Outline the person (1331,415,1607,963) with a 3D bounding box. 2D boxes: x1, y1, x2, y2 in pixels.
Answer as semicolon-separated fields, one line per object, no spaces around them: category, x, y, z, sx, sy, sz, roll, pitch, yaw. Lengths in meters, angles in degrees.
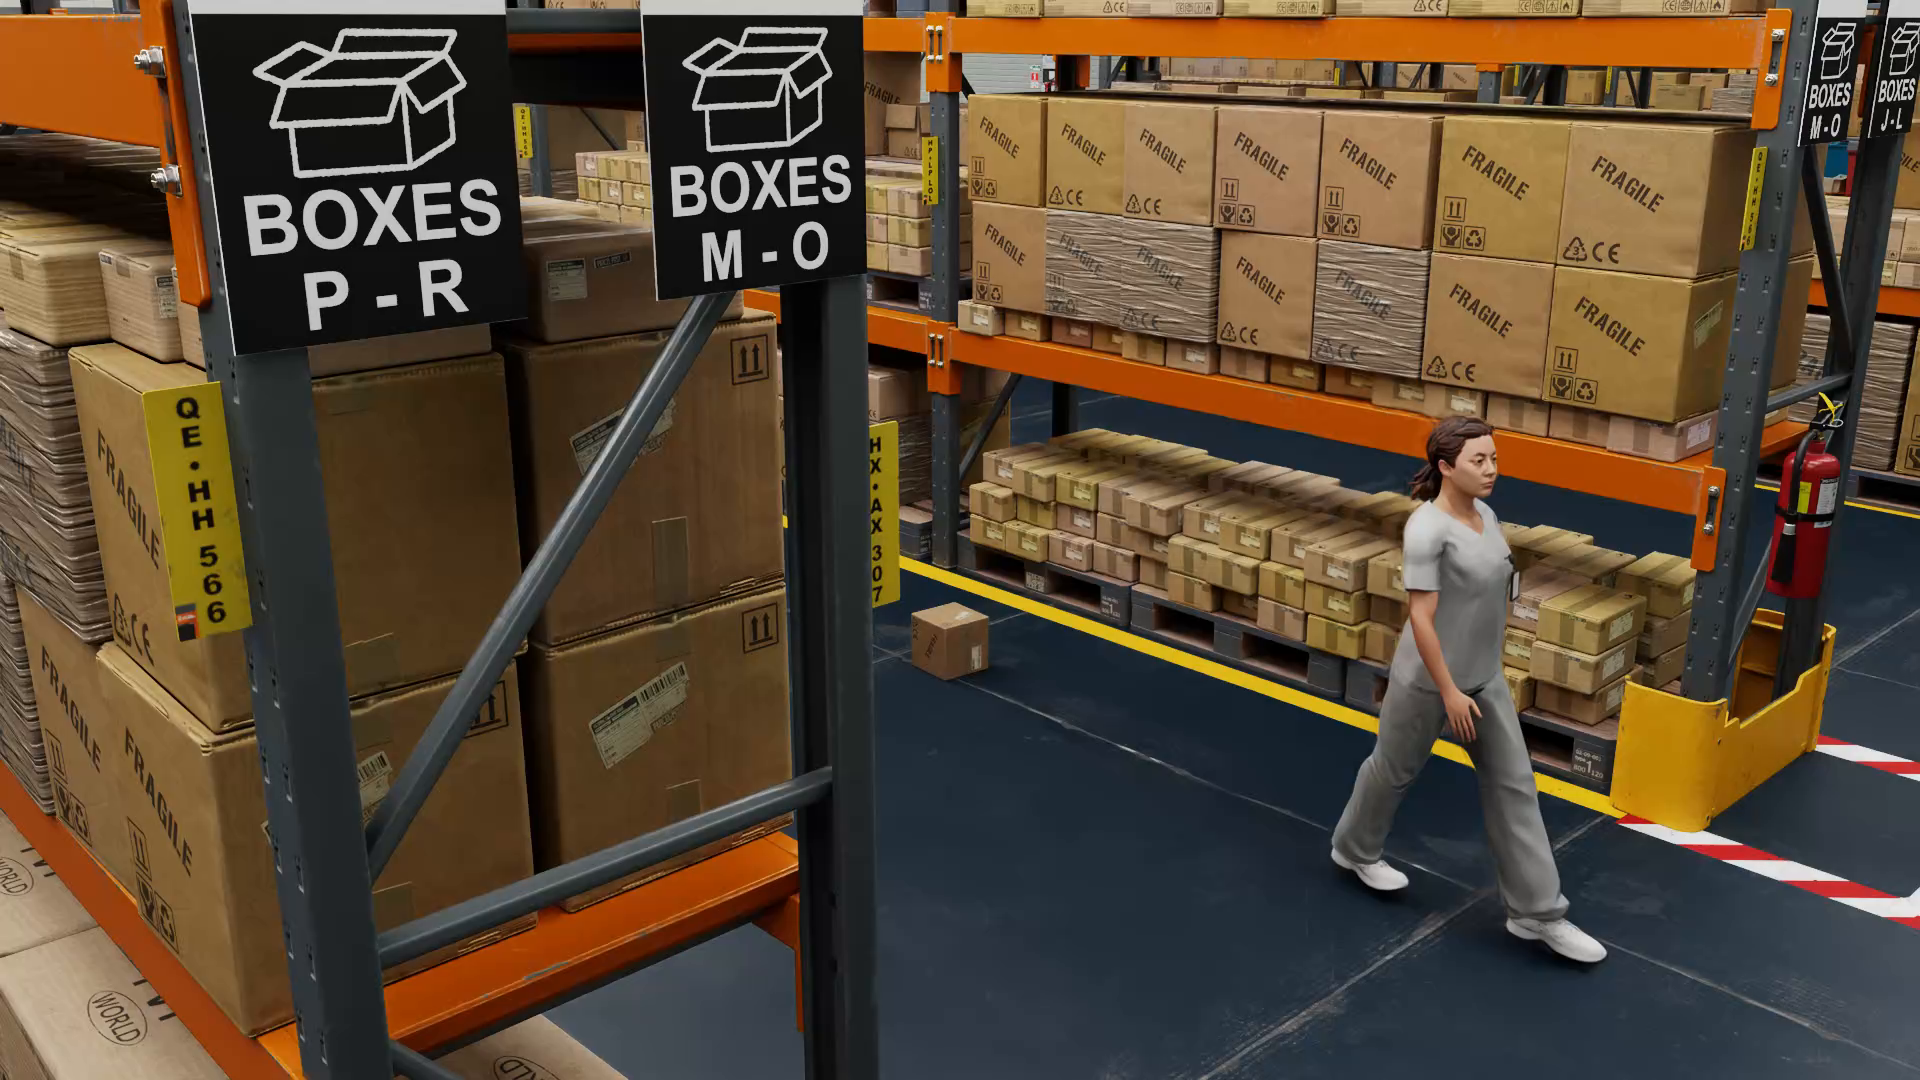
person;1.573;0.435;5.120;0.474;1.623;0.943;-12;21;-34
